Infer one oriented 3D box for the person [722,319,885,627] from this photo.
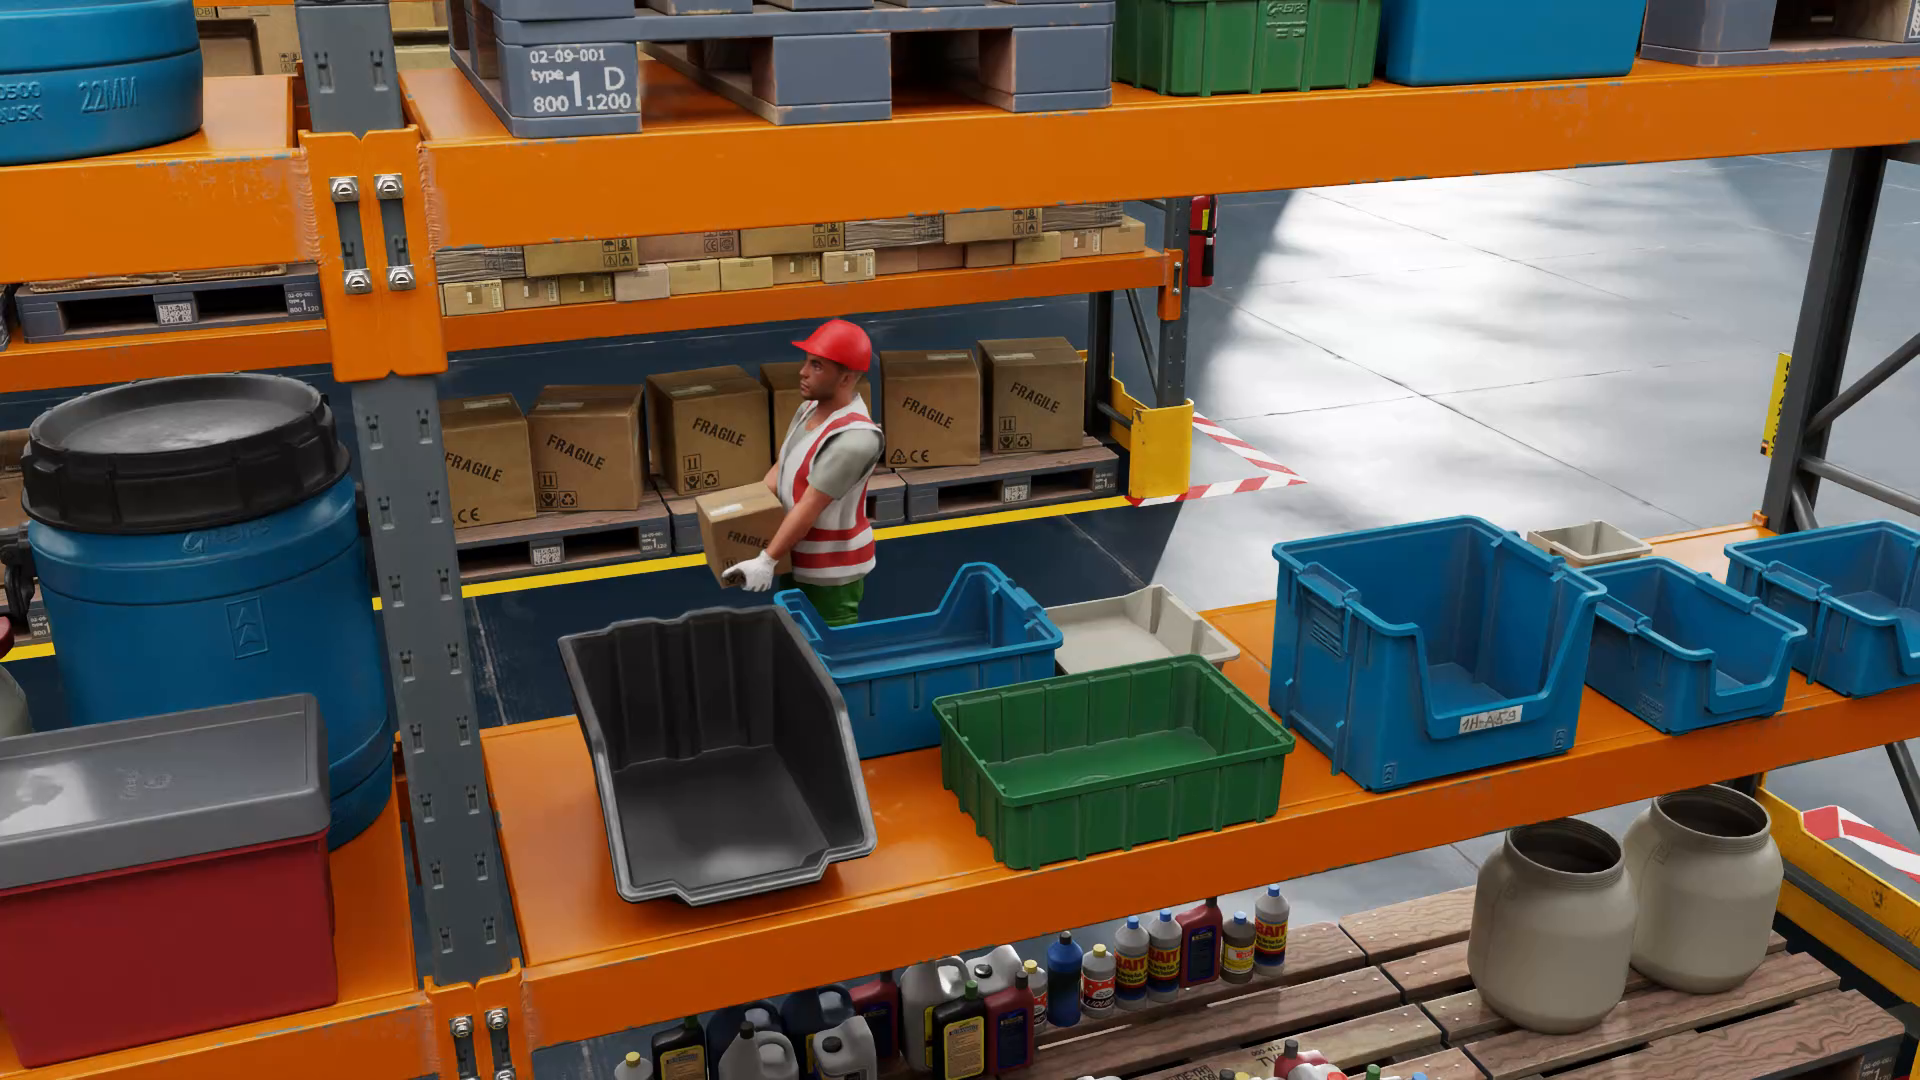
[{"bbox_3d":[-0.568,0.118,5.781,0.572,1.782,0.493,-8,24,-19],"label":"person"}]
